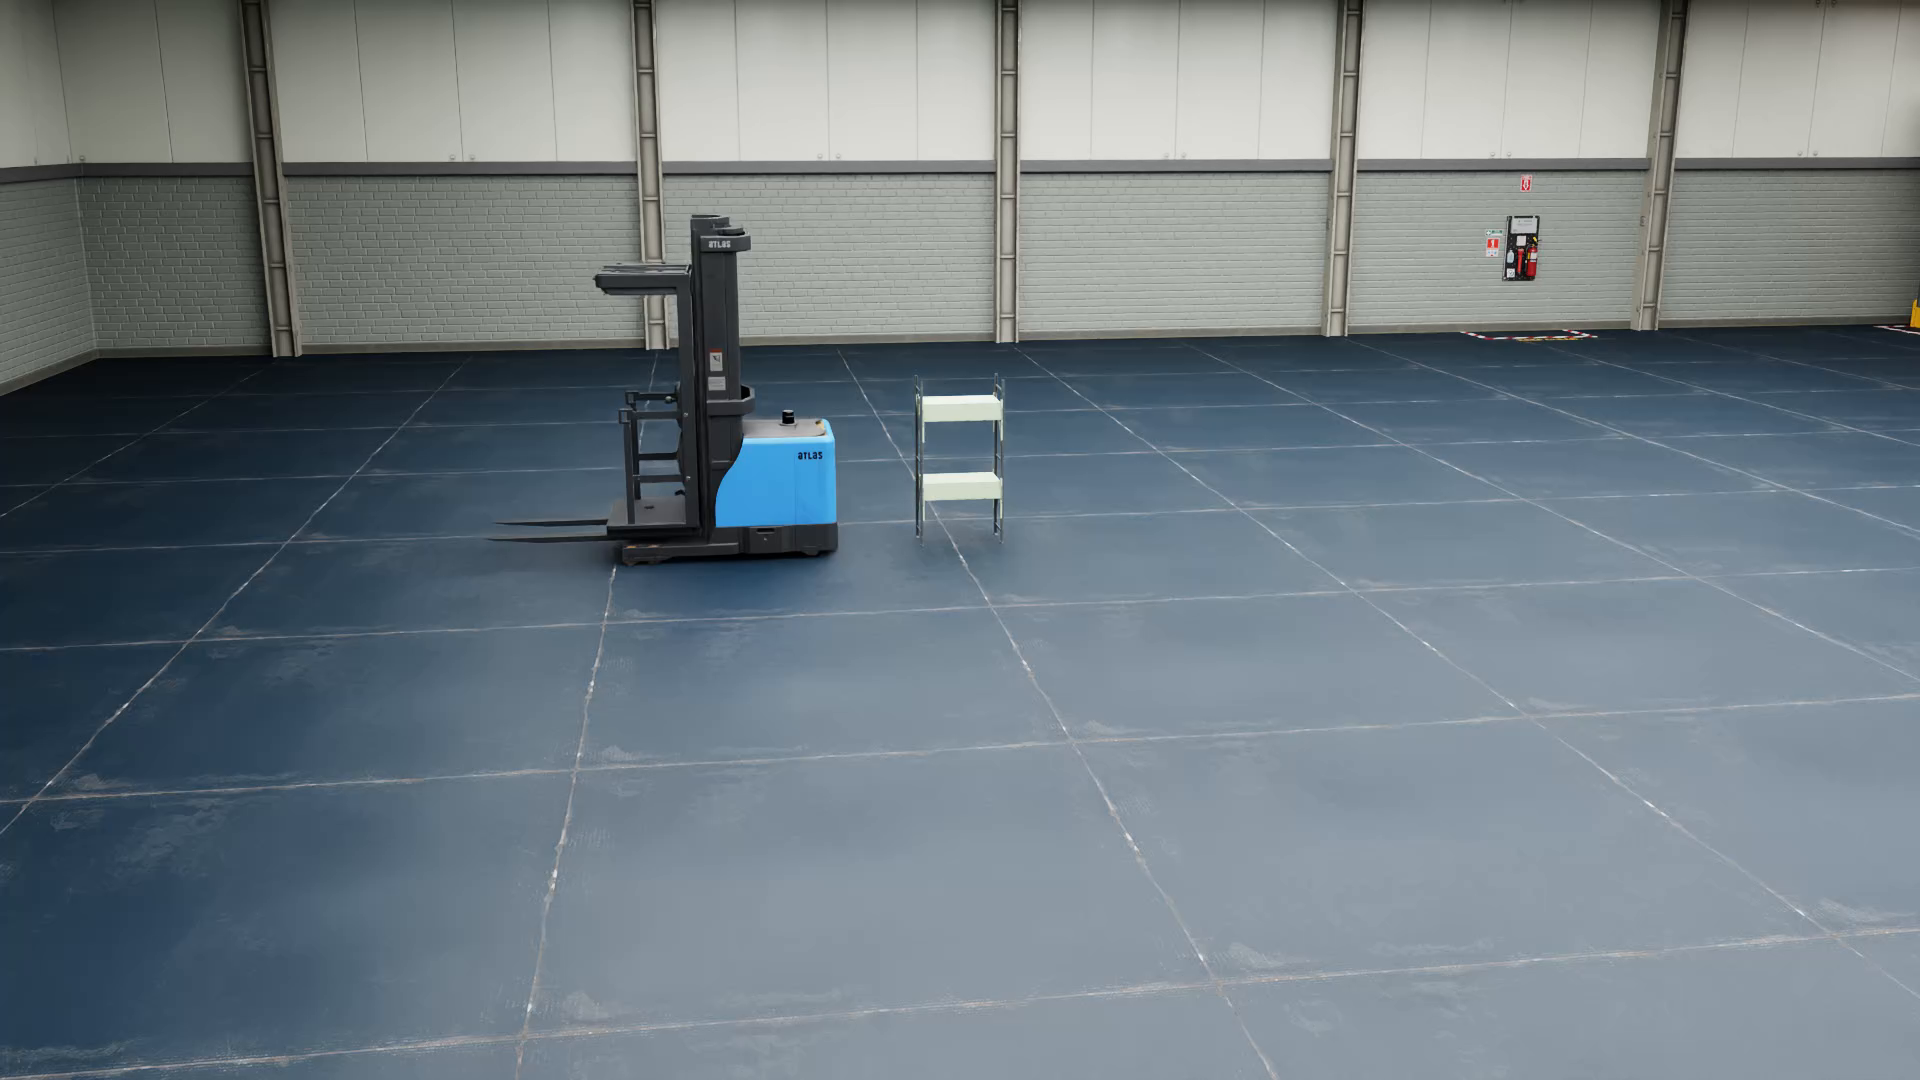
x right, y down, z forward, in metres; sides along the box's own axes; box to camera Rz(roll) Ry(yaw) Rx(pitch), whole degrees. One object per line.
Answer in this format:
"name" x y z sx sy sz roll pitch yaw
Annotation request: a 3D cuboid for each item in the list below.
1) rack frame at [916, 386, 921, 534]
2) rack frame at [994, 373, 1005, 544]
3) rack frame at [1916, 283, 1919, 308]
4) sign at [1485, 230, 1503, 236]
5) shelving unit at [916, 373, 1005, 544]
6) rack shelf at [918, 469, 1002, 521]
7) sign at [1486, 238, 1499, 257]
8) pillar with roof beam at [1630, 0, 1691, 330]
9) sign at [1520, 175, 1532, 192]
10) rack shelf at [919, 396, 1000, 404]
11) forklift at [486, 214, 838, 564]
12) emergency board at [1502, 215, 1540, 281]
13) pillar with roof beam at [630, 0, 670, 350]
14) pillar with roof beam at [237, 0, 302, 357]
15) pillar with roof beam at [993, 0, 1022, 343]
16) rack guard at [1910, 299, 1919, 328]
"rack frame" -0.368 -0.714 15.012 0.010 1.308 0.380 -2 14 -8
"rack frame" 0.355 -0.740 15.119 0.023 1.500 0.400 -2 14 -8
"rack frame" 18.040 -5.346 30.399 0.127 3.000 1.000 -2 14 -8
"sign" 9.665 -5.558 30.085 0.331 0.109 0.001 -2 14 -8
"shelving unit" -0.003 -0.727 15.067 0.748 1.500 0.431 -2 14 -8
"rack shelf" -0.007 -0.411 15.146 0.720 0.370 0.431 -2 14 -8
"sign" 9.659 -5.303 30.157 0.234 0.329 0.001 -2 14 -8
"pillar with roof beam" 13.312 -7.236 25.604 0.400 9.000 9.100 -2 14 -8
"sign" 10.199 -6.429 29.955 0.199 0.298 0.001 -2 14 -8
"rack shelf" -0.007 -1.201 14.948 0.686 0.124 0.368 -2 14 -8
"forklift" -2.635 -1.342 14.575 3.031 2.935 1.130 -2 14 -7
"emergency board" 10.210 -5.285 30.159 0.626 1.169 0.157 -2 14 -8
"pillar with roof beam" -4.487 -6.584 23.003 0.400 9.000 9.100 -2 14 -8
"pillar with roof beam" -10.420 -6.366 22.136 0.400 9.000 9.100 -2 14 -8
"pillar with roof beam" 1.446 -6.801 23.870 0.400 9.000 9.100 -2 14 -8
"rack guard" 18.116 -4.136 30.714 0.348 0.500 1.175 -2 14 -8
